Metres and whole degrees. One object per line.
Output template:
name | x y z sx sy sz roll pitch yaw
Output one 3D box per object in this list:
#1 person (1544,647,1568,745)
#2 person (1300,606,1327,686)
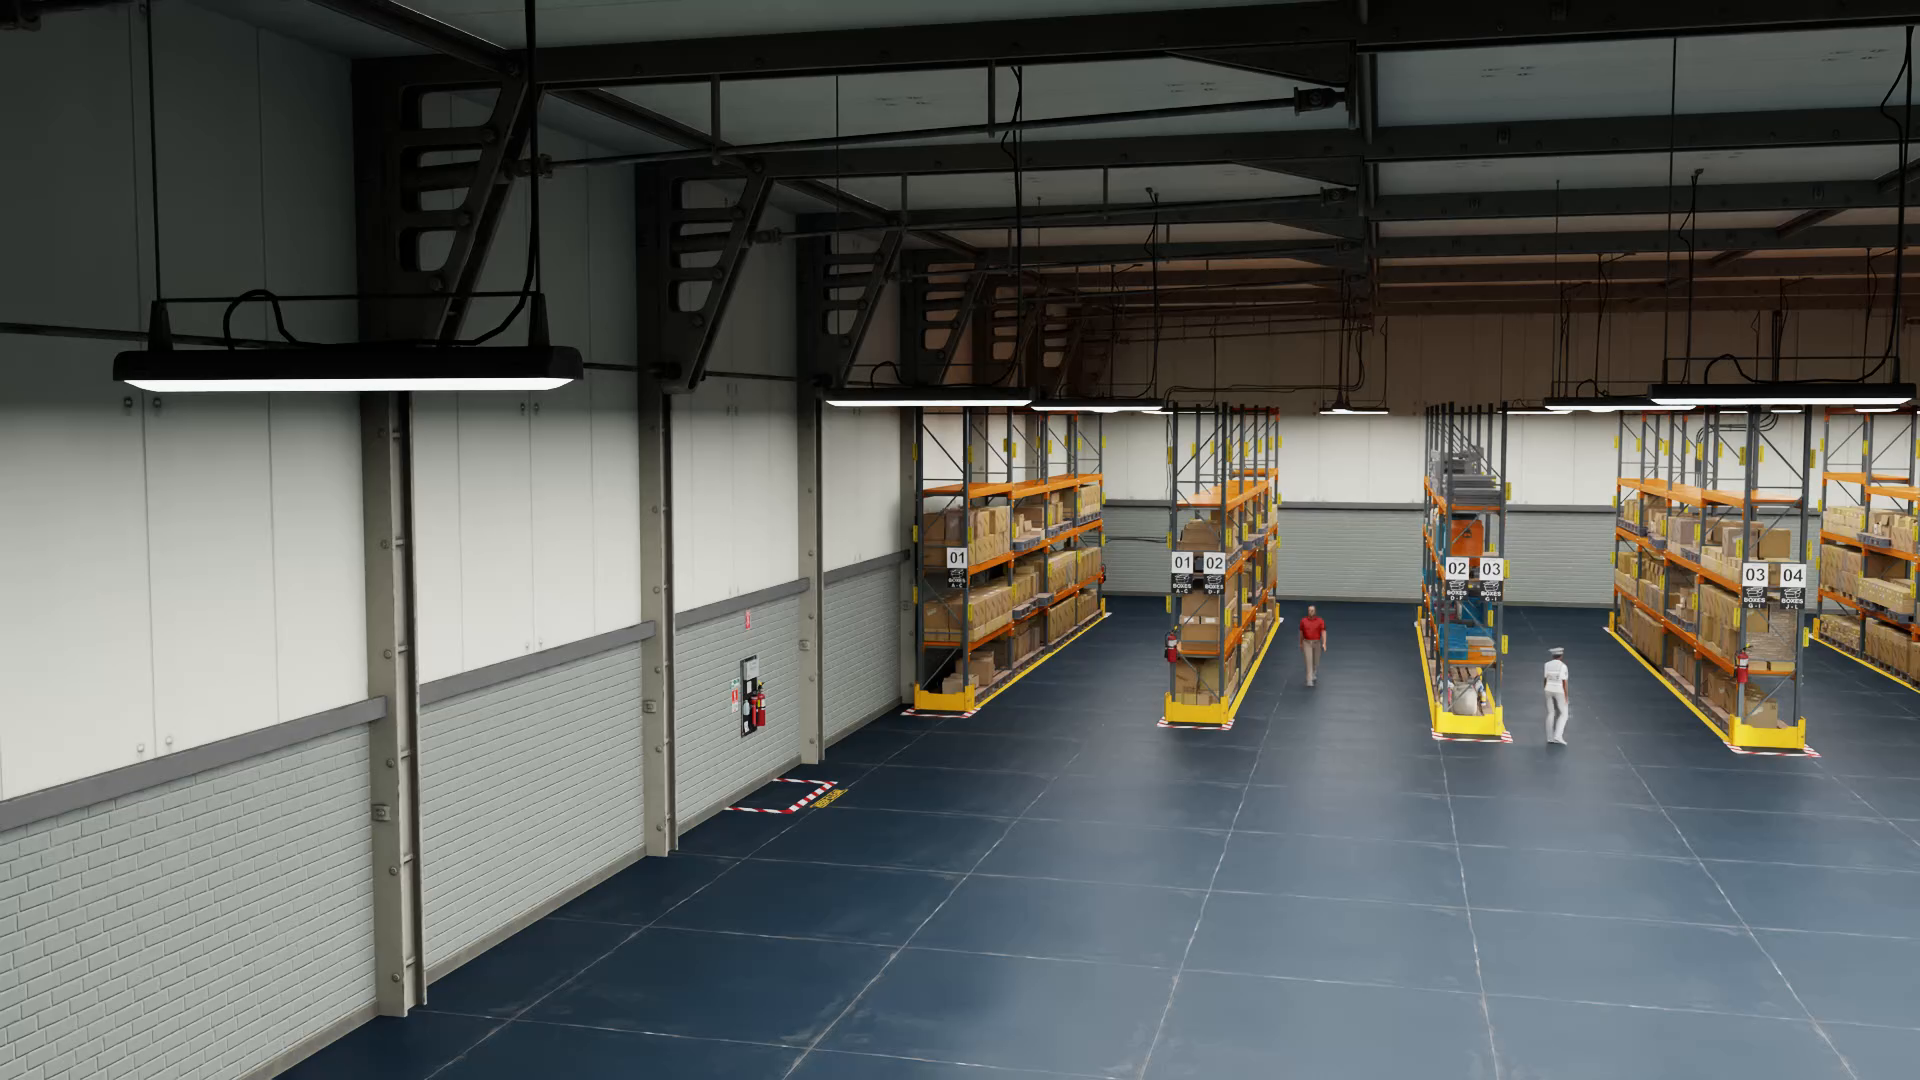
person | 10.483 2.754 29.253 0.415 1.709 0.525 -3 5 -36
person | 7.549 2.241 35.536 0.517 1.671 1.054 0 4 0
